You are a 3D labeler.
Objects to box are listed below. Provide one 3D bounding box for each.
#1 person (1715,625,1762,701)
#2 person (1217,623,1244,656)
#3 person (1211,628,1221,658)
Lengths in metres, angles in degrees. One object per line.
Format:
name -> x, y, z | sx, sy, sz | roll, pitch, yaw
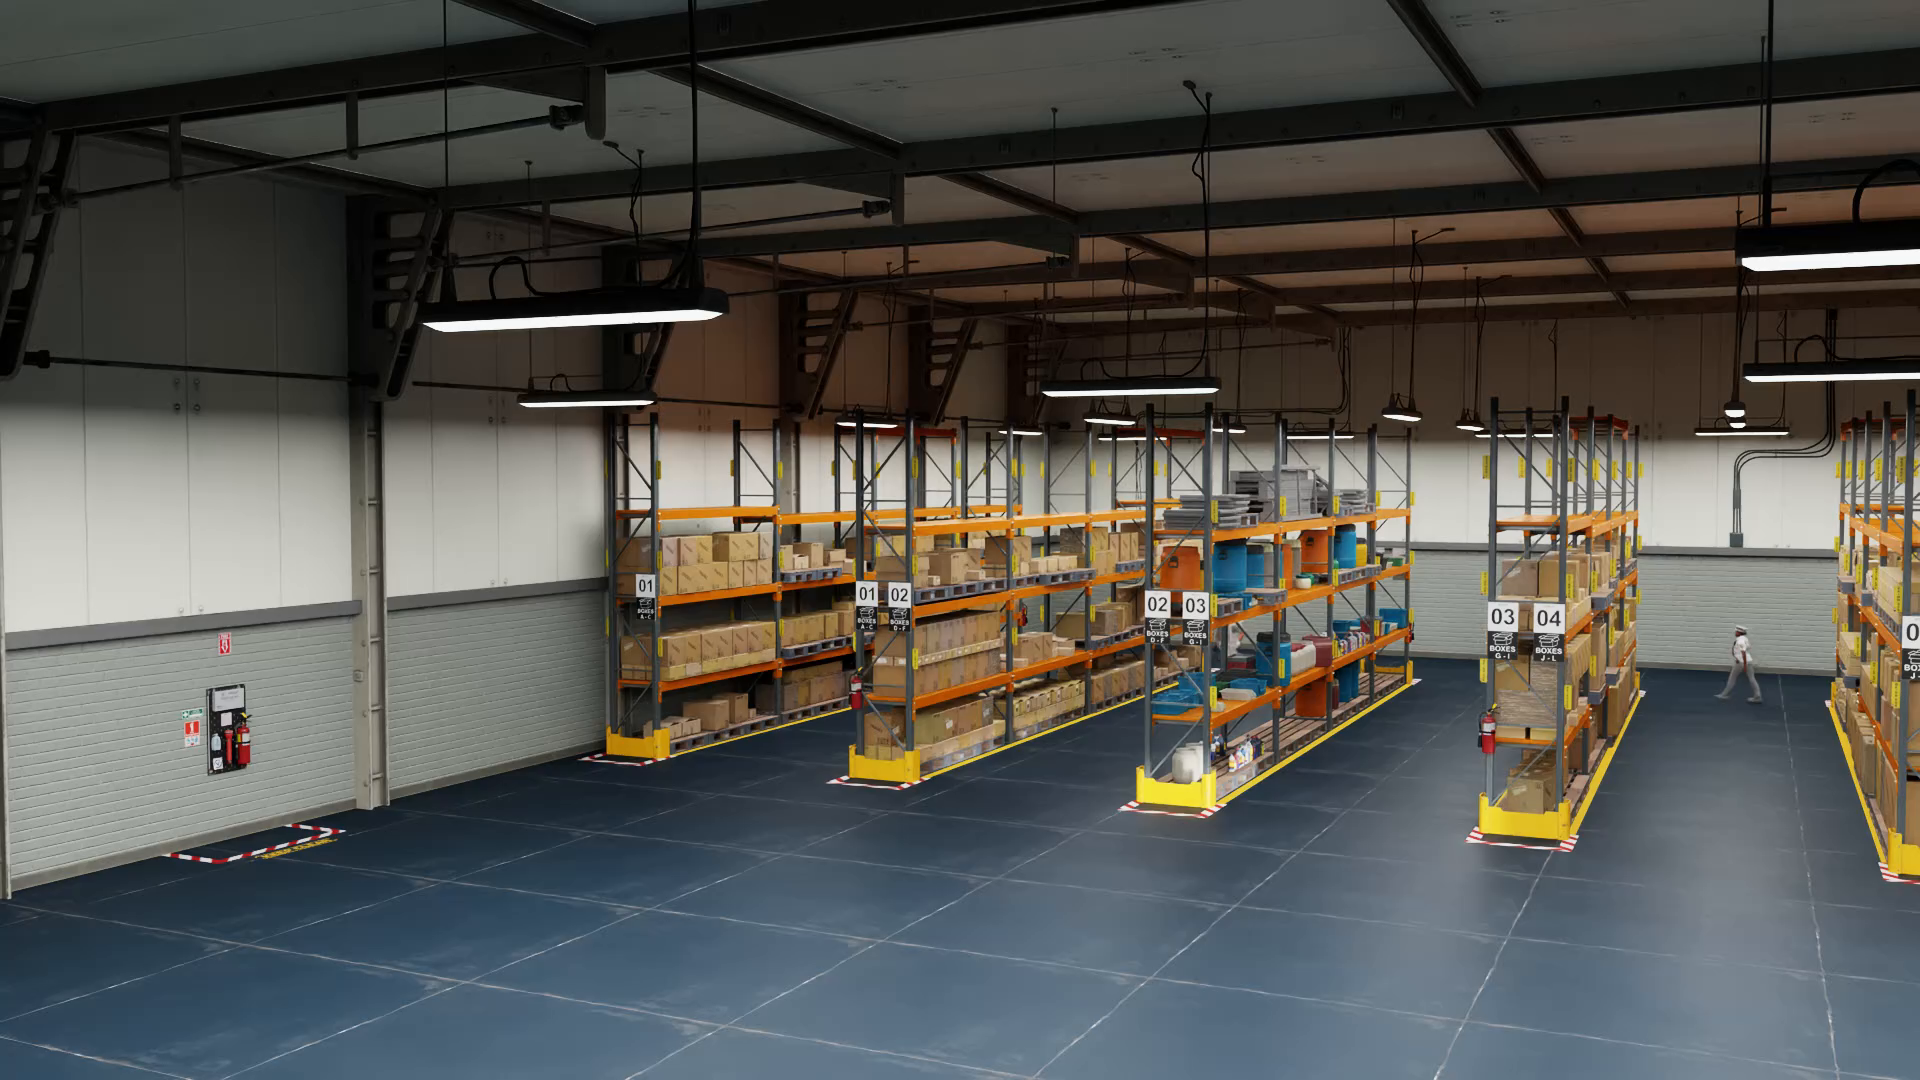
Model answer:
person -> 16.903, 2.649, 36.009 | 0.454, 1.620, 0.966 | -2, 3, -36
person -> 6.396, 2.510, 39.333 | 0.696, 1.689, 0.607 | 1, 3, 32
person -> 6.870, 2.333, 43.576 | 0.499, 1.651, 0.589 | -2, 3, -44
